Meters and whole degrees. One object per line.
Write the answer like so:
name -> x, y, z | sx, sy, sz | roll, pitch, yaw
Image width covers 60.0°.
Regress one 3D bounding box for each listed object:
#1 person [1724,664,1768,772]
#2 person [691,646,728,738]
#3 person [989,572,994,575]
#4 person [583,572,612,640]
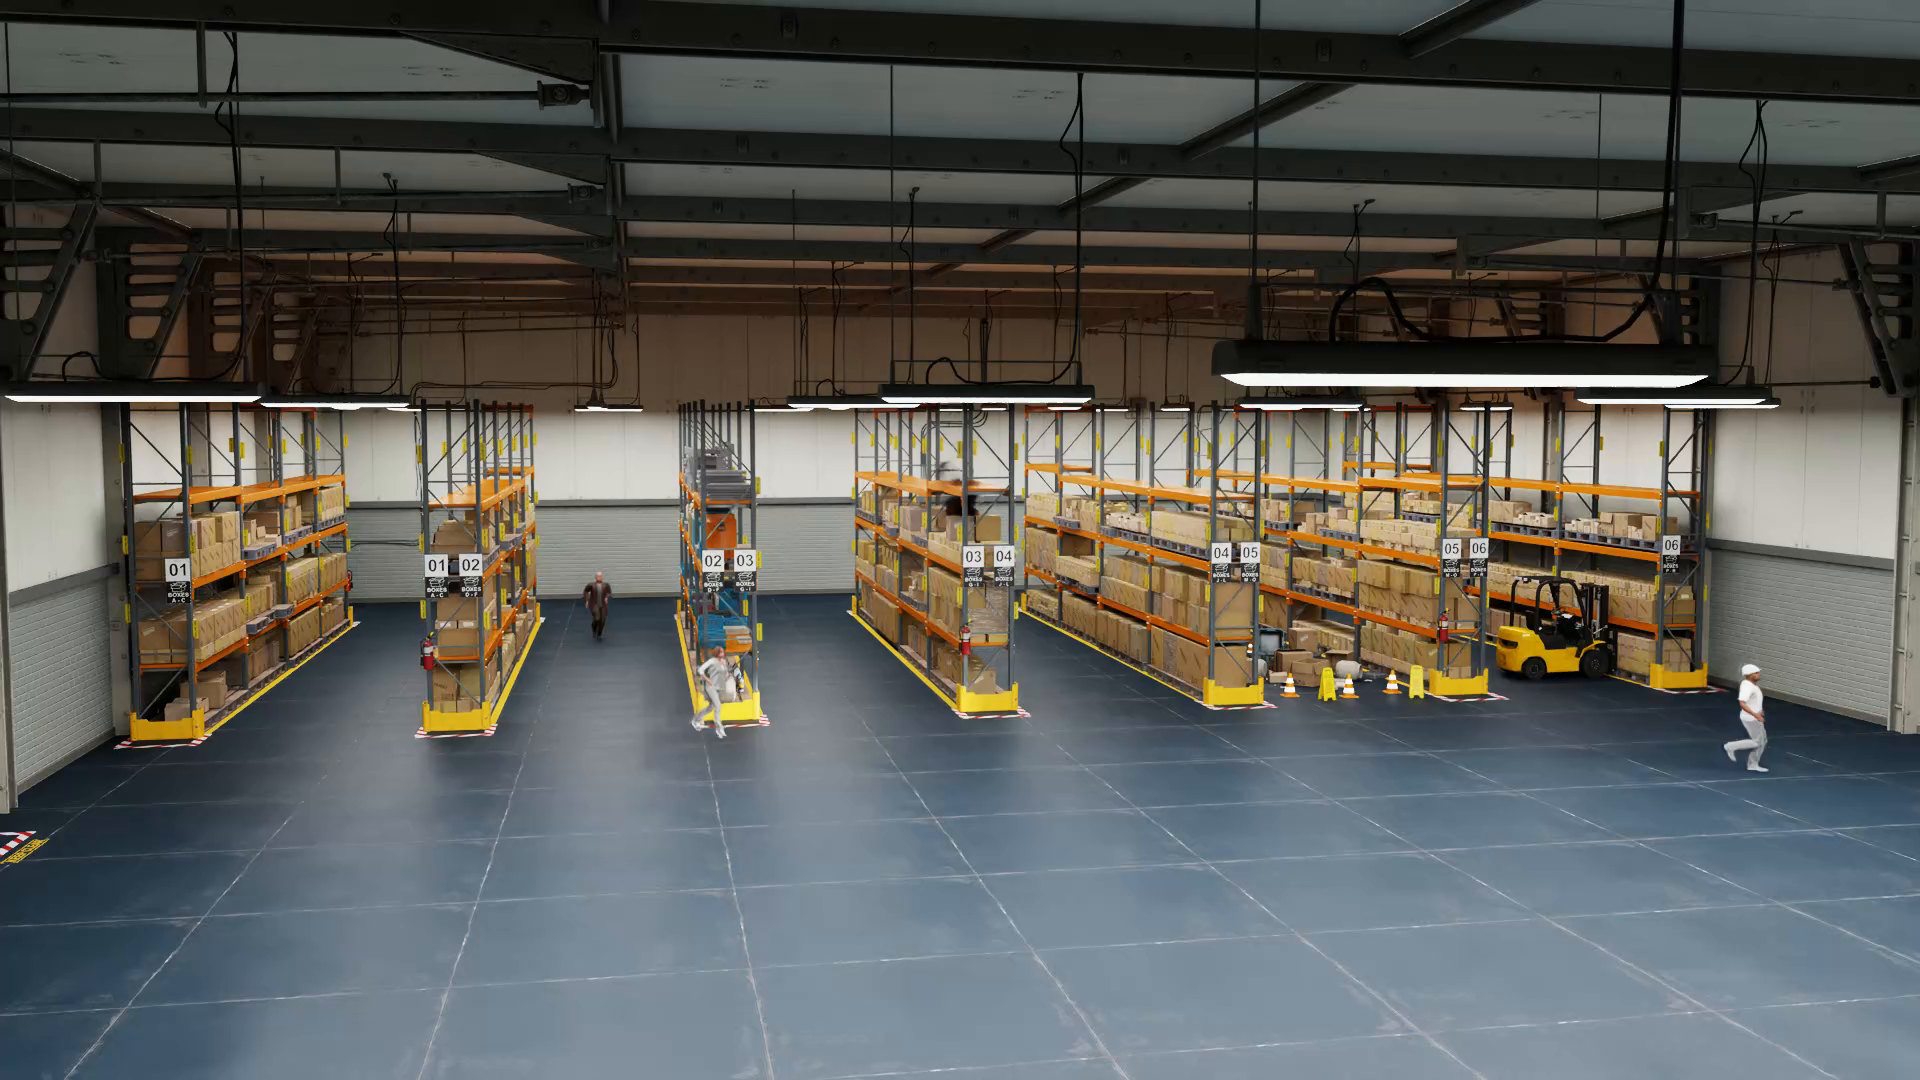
person -> 12.653, 2.851, 26.706 | 0.661, 1.726, 0.701 | 2, 5, 29
person -> -4.403, 2.692, 29.807 | 0.824, 1.602, 0.547 | 2, 5, 28
person -> 1.082, 1.320, 46.167 | 0.677, 1.799, 0.929 | 0, 4, -5
person -> -9.134, 1.681, 42.069 | 0.687, 1.721, 0.742 | -2, 5, -25
